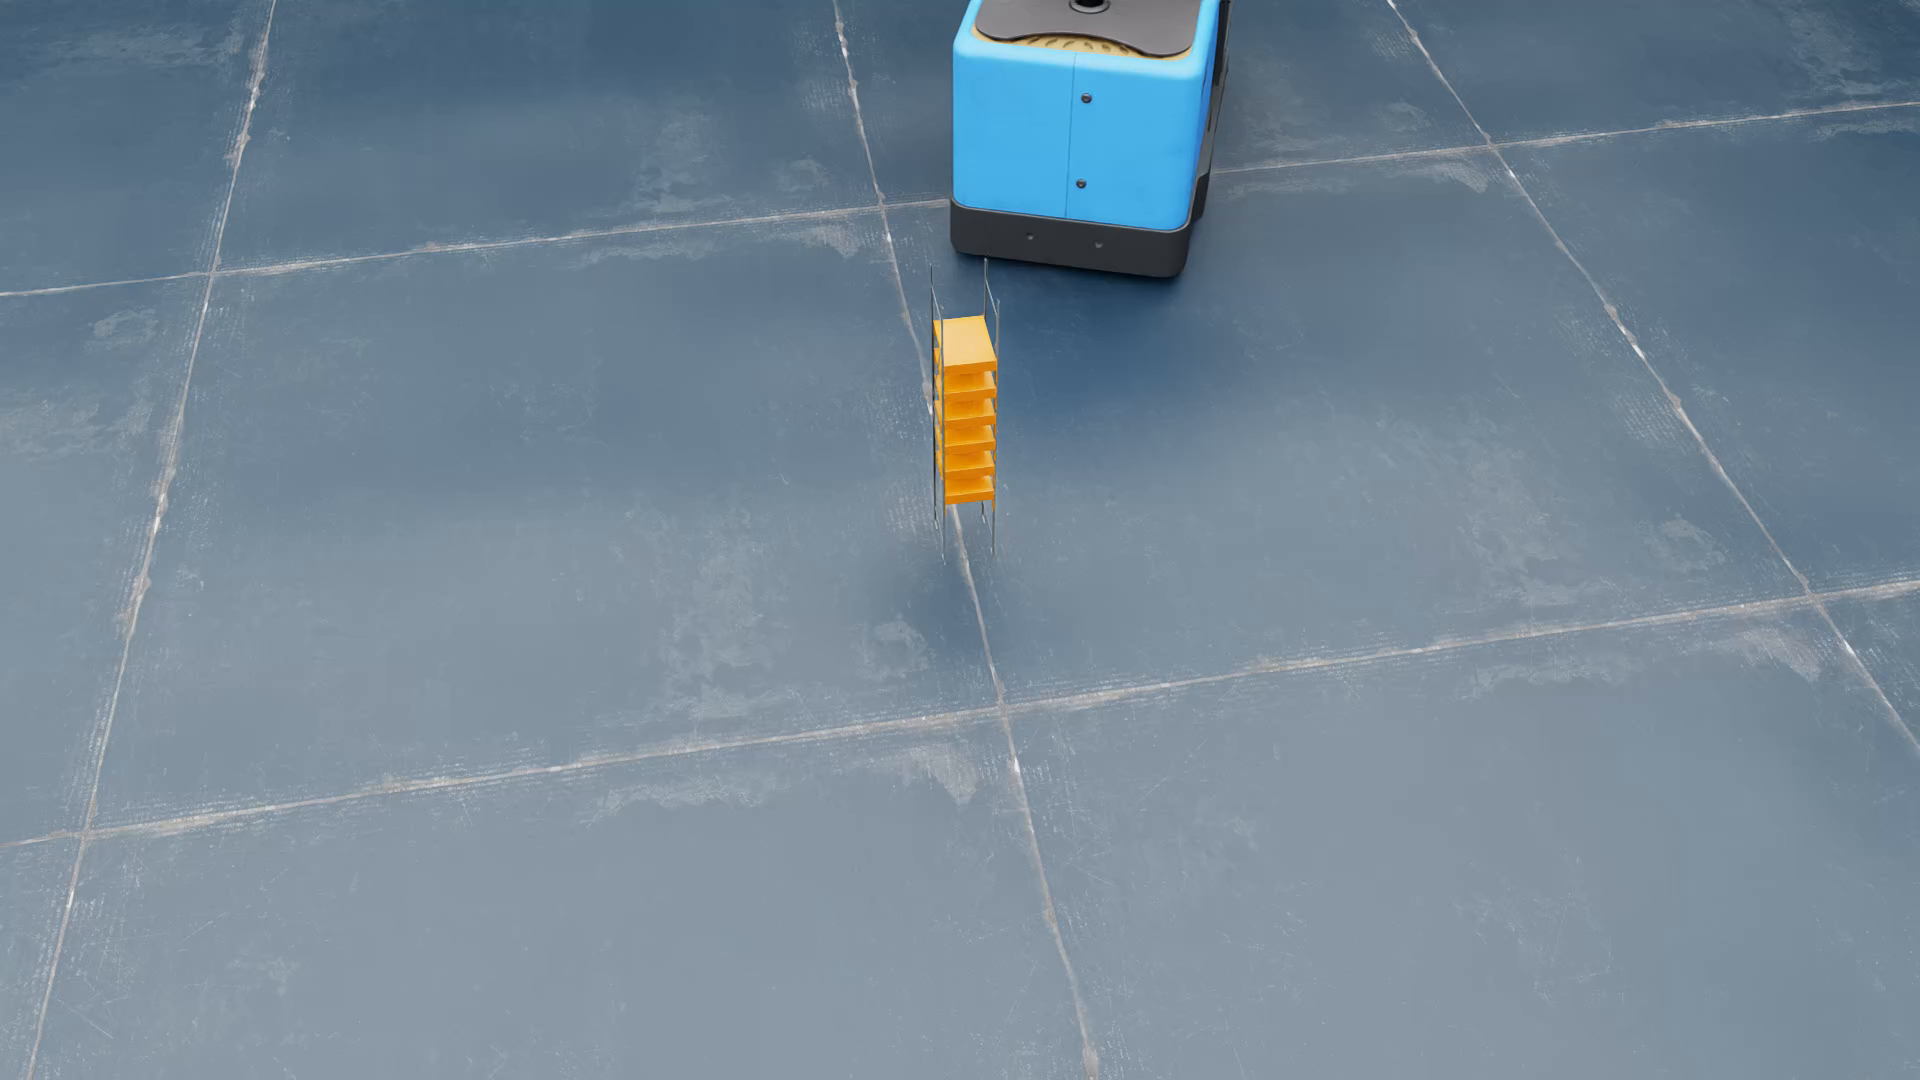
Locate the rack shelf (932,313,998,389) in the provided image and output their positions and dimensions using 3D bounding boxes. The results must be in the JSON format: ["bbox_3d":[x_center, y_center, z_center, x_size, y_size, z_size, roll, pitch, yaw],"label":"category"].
[{"bbox_3d":[0.014,-0.637,5.592,0.180,0.103,0.258,-7,46,-7],"label":"rack shelf"}]

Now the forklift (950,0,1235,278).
[{"bbox_3d":[0.759,-3.241,7.337,1.130,2.935,3.031,8,47,8],"label":"forklift"}]

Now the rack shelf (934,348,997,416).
[{"bbox_3d":[0.014,-0.554,5.679,0.180,0.103,0.258,-7,46,-7],"label":"rack shelf"}]

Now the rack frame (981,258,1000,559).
[{"bbox_3d":[0.104,-0.429,5.830,0.006,1.200,0.240,-7,46,-7],"label":"rack frame"}]

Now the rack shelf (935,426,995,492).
[{"bbox_3d":[0.014,-0.304,5.938,0.180,0.103,0.258,-7,46,-7],"label":"rack shelf"}]

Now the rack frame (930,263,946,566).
[{"bbox_3d":[-0.076,-0.407,5.809,0.006,1.200,0.240,-7,46,-7],"label":"rack frame"}]

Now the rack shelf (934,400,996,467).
[{"bbox_3d":[0.014,-0.387,5.852,0.180,0.103,0.258,-7,46,-7],"label":"rack shelf"}]

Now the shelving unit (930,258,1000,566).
[{"bbox_3d":[0.014,-0.418,5.820,0.189,1.200,0.258,-7,46,-7],"label":"shelving unit"}]

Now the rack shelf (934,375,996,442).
[{"bbox_3d":[0.014,-0.471,5.765,0.180,0.103,0.258,-7,46,-7],"label":"rack shelf"}]

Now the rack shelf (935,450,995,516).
[{"bbox_3d":[0.014,-0.221,6.024,0.180,0.103,0.258,-7,46,-7],"label":"rack shelf"}]
